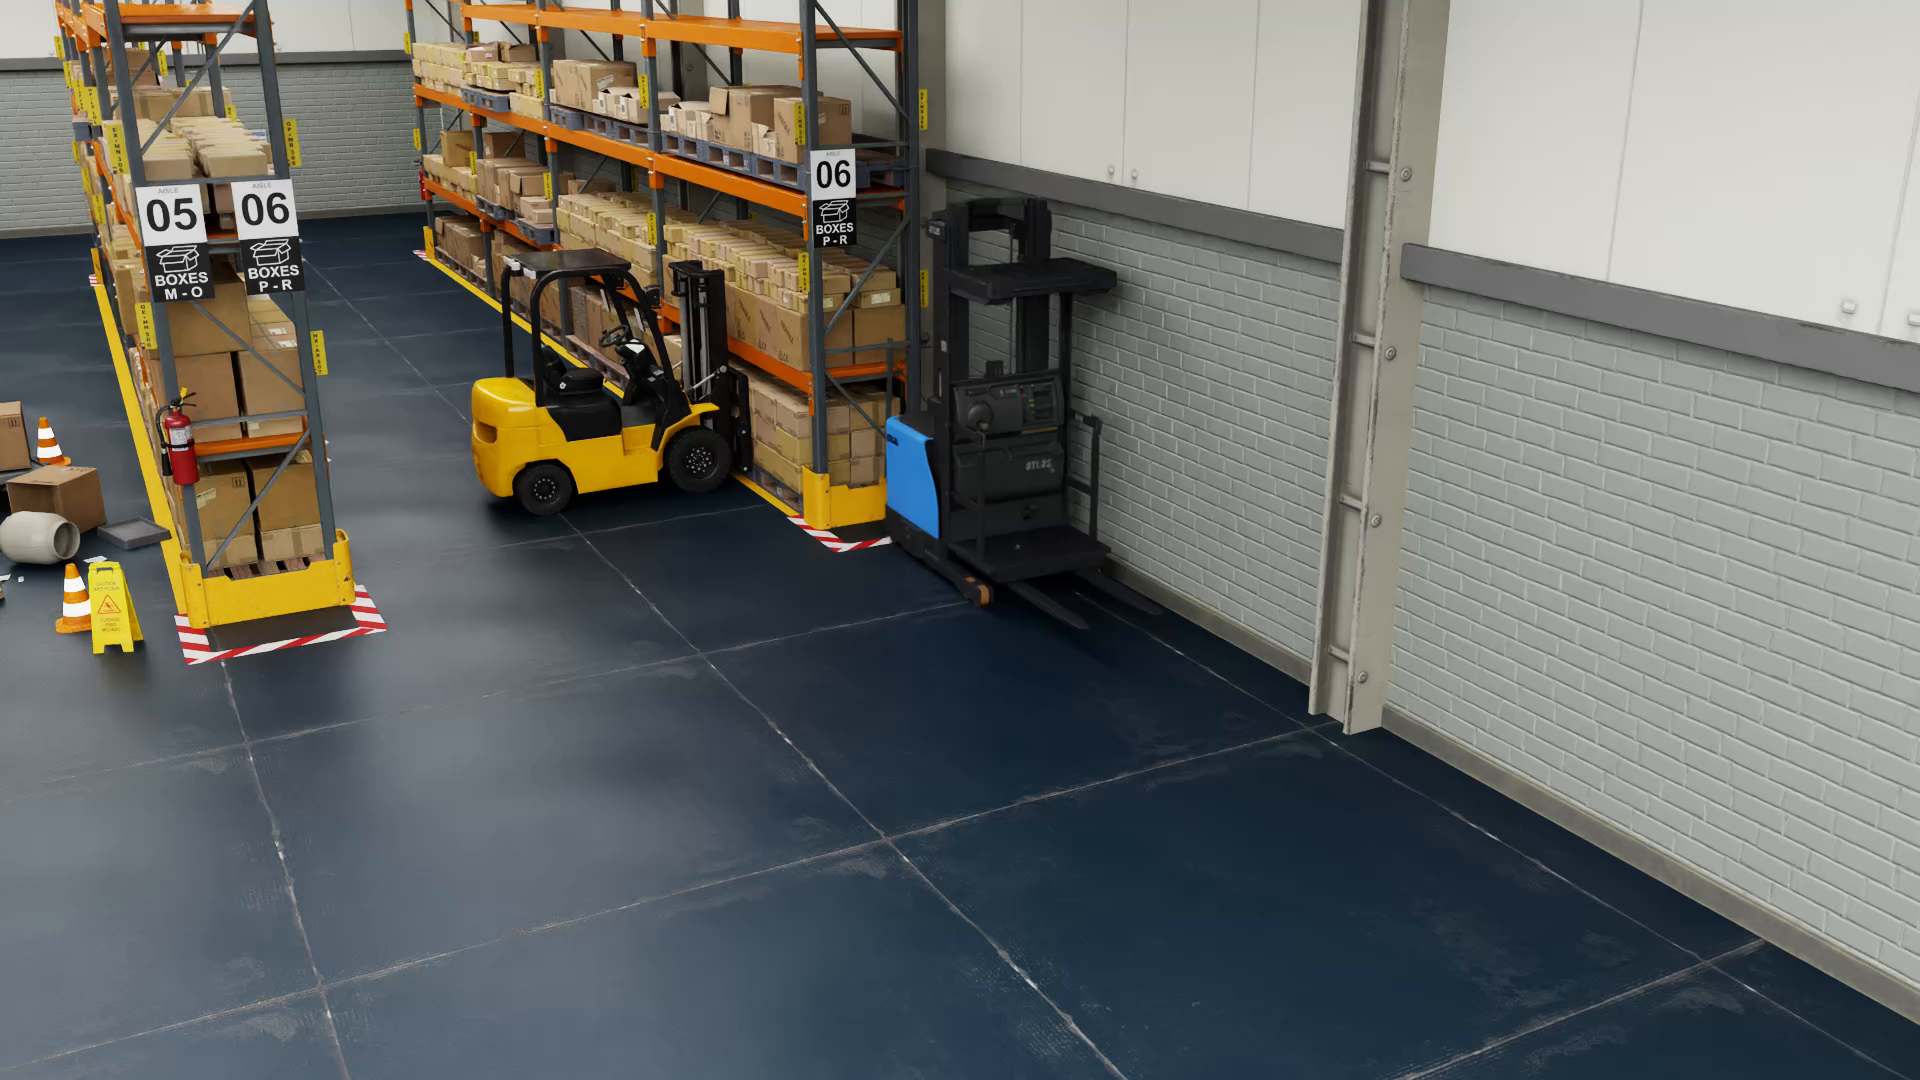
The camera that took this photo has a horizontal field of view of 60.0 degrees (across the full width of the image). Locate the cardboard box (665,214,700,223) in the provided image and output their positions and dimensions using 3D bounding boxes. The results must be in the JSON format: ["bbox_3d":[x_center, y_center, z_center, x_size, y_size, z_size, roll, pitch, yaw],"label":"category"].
[{"bbox_3d":[-3.122,-3.583,18.769,0.380,0.149,0.250,-10,21,-27],"label":"cardboard box"}]

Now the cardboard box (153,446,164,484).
[{"bbox_3d":[-7.033,-0.710,15.162,0.500,0.250,0.500,-11,22,-29],"label":"cardboard box"}]

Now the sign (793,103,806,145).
[{"bbox_3d":[-1.294,-3.363,13.445,0.100,0.325,0.005,-10,21,-27],"label":"sign"}]

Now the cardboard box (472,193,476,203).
[{"bbox_3d":[-7.025,-5.094,24.681,0.380,0.149,0.250,-9,21,-25],"label":"cardboard box"}]

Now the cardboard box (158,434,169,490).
[{"bbox_3d":[-6.524,-0.764,14.168,0.500,0.500,0.500,-9,21,-24],"label":"cardboard box"}]

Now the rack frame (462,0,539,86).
[{"bbox_3d":[-6.508,-7.925,23.302,1.000,3.000,0.127,-10,21,-27],"label":"rack frame"}]

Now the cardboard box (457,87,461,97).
[{"bbox_3d":[-7.172,-6.595,24.432,0.380,0.149,0.250,-9,21,-25],"label":"cardboard box"}]

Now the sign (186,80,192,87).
[{"bbox_3d":[-8.497,-4.917,18.390,0.100,0.325,0.005,-10,21,-27],"label":"sign"}]

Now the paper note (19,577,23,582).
[{"bbox_3d":[-7.462,0.311,13.214,0.032,0.001,0.123,-10,21,-27],"label":"paper note"}]

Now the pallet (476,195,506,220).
[{"bbox_3d":[-6.225,-4.752,23.599,1.003,0.211,1.213,-10,21,-27],"label":"pallet"}]

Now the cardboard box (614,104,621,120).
[{"bbox_3d":[-3.499,-4.606,17.871,0.380,0.149,0.250,-10,21,-27],"label":"cardboard box"}]

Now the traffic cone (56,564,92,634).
[{"bbox_3d":[-6.516,0.401,12.259,0.336,0.463,0.334,-10,21,-27],"label":"traffic cone"}]

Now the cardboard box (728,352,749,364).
[{"bbox_3d":[-2.276,-1.687,16.461,0.500,0.250,0.500,-9,21,-25],"label":"cardboard box"}]

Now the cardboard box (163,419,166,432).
[{"bbox_3d":[-5.760,-0.885,12.484,0.380,0.149,0.250,-10,22,-27],"label":"cardboard box"}]

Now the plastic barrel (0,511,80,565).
[{"bbox_3d":[-7.490,-0.015,13.526,0.512,0.421,0.421,4,19,11],"label":"plastic barrel"}]

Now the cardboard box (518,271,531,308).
[{"bbox_3d":[-5.741,-3.487,22.827,0.500,0.500,0.500,-11,22,-29],"label":"cardboard box"}]

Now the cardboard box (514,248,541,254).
[{"bbox_3d":[-6.013,-3.975,23.246,0.380,0.149,0.250,-10,21,-27],"label":"cardboard box"}]

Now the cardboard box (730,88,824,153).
[{"bbox_3d":[-1.633,-3.754,14.863,0.700,0.500,0.500,-10,21,-26],"label":"cardboard box"}]

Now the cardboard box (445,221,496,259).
[{"bbox_3d":[-7.829,-4.813,26.668,0.700,0.500,0.500,-9,21,-24],"label":"cardboard box"}]

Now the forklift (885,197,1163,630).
[{"bbox_3d":[0.478,-1.042,12.658,1.130,2.935,3.031,-9,21,-25],"label":"forklift"}]

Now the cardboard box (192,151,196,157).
[{"bbox_3d":[-5.905,-2.988,13.368,0.500,0.250,0.500,-9,21,-26],"label":"cardboard box"}]

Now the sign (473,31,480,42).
[{"bbox_3d":[-7.910,-8.154,27.207,0.100,0.325,0.005,-10,21,-27],"label":"sign"}]

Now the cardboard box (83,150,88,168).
[{"bbox_3d":[-11.342,-4.932,22.139,0.500,0.500,0.500,-10,21,-27],"label":"cardboard box"}]

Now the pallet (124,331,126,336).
[{"bbox_3d":[-10.442,-2.791,21.897,1.003,0.211,1.213,-10,21,-27],"label":"pallet"}]

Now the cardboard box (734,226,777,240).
[{"bbox_3d":[-2.072,-3.090,16.883,0.380,0.149,0.250,-10,22,-27],"label":"cardboard box"}]

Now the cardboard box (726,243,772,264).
[{"bbox_3d":[-2.004,-2.723,15.821,0.380,0.149,0.250,-10,21,-26],"label":"cardboard box"}]

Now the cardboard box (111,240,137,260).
[{"bbox_3d":[-6.620,-2.225,13.838,0.700,0.500,0.500,-11,22,-28],"label":"cardboard box"}]

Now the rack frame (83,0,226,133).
[{"bbox_3d":[-7.076,-4.859,14.416,1.000,3.000,0.127,-10,21,-27],"label":"rack frame"}]

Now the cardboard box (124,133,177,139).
[{"bbox_3d":[-6.403,-3.124,13.151,0.380,0.149,0.250,-10,21,-26],"label":"cardboard box"}]

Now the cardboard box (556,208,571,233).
[{"bbox_3d":[-4.635,-3.937,20.406,0.500,0.250,0.500,-10,21,-27],"label":"cardboard box"}]

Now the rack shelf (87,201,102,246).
[{"bbox_3d":[-11.825,-4.553,23.831,1.077,0.370,4.000,-10,21,-27],"label":"rack shelf"}]

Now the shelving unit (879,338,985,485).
[{"bbox_3d":[-0.211,-0.910,14.342,0.587,1.500,1.083,-7,22,-25],"label":"shelving unit"}]

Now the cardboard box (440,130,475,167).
[{"bbox_3d":[-7.717,-6.059,25.716,0.500,0.500,0.500,-9,21,-25],"label":"cardboard box"}]

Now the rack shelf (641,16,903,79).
[{"bbox_3d":[-1.760,-4.525,15.166,1.077,0.370,4.000,-10,21,-27],"label":"rack shelf"}]

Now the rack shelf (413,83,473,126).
[{"bbox_3d":[-7.458,-6.741,25.573,1.077,0.370,4.000,-10,21,-27],"label":"rack shelf"}]

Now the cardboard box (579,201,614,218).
[{"bbox_3d":[-4.309,-3.938,19.798,0.380,0.149,0.250,-10,21,-26],"label":"cardboard box"}]

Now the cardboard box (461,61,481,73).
[{"bbox_3d":[-6.752,-6.621,23.254,0.380,0.149,0.250,-9,21,-25],"label":"cardboard box"}]

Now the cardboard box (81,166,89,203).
[{"bbox_3d":[-12.799,-5.332,24.833,0.500,0.500,0.500,-10,21,-27],"label":"cardboard box"}]

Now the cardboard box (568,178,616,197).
[{"bbox_3d":[-4.716,-4.359,21.367,0.500,0.500,0.500,-9,21,-24],"label":"cardboard box"}]

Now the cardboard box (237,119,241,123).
[{"bbox_3d":[-7.001,-3.798,15.527,0.500,0.250,0.500,-11,22,-28],"label":"cardboard box"}]

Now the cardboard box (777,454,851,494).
[{"bbox_3d":[-1.311,-0.629,14.927,0.500,0.250,0.500,-10,21,-26],"label":"cardboard box"}]

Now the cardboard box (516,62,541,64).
[{"bbox_3d":[-5.879,-6.489,22.873,0.380,0.149,0.250,-9,21,-25],"label":"cardboard box"}]

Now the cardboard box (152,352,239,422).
[{"bbox_3d":[-5.677,-1.175,12.330,0.500,0.500,0.500,-10,22,-28],"label":"cardboard box"}]

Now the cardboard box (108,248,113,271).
[{"bbox_3d":[-9.444,-3.205,19.051,0.500,0.250,0.500,-11,22,-29],"label":"cardboard box"}]

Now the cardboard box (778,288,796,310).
[{"bbox_3d":[-1.369,-2.123,14.538,0.380,0.149,0.250,-10,21,-26],"label":"cardboard box"}]

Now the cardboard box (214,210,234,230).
[{"bbox_3d":[-5.252,-2.381,12.218,0.380,0.149,0.250,-11,22,-28],"label":"cardboard box"}]

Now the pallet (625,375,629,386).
[{"bbox_3d":[-3.094,-1.680,18.676,1.003,0.211,1.213,-10,21,-27],"label":"pallet"}]

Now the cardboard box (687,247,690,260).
[{"bbox_3d":[-2.517,-2.870,16.701,0.380,0.149,0.250,-10,21,-27],"label":"cardboard box"}]

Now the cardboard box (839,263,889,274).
[{"bbox_3d":[-0.853,-2.354,14.752,0.380,0.149,0.250,-9,21,-25],"label":"cardboard box"}]

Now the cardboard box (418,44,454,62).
[{"bbox_3d":[-8.193,-7.646,26.100,0.500,0.250,0.500,-10,21,-27],"label":"cardboard box"}]

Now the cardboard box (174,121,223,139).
[{"bbox_3d":[-6.498,-3.490,14.212,0.380,0.149,0.250,-9,21,-25],"label":"cardboard box"}]

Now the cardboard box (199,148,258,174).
[{"bbox_3d":[-5.299,-2.754,12.078,0.380,0.149,0.250,-10,21,-27],"label":"cardboard box"}]

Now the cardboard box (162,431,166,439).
[{"bbox_3d":[-6.136,-0.791,13.254,0.380,0.149,0.250,-10,21,-26],"label":"cardboard box"}]

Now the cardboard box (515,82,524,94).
[{"bbox_3d":[-5.577,-5.914,21.693,0.380,0.149,0.250,-9,21,-25],"label":"cardboard box"}]

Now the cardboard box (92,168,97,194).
[{"bbox_3d":[-10.166,-4.235,20.119,0.500,0.500,0.500,-10,22,-28],"label":"cardboard box"}]

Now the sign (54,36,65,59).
[{"bbox_3d":[-13.266,-7.252,24.489,0.100,0.325,0.005,-10,21,-27],"label":"sign"}]
